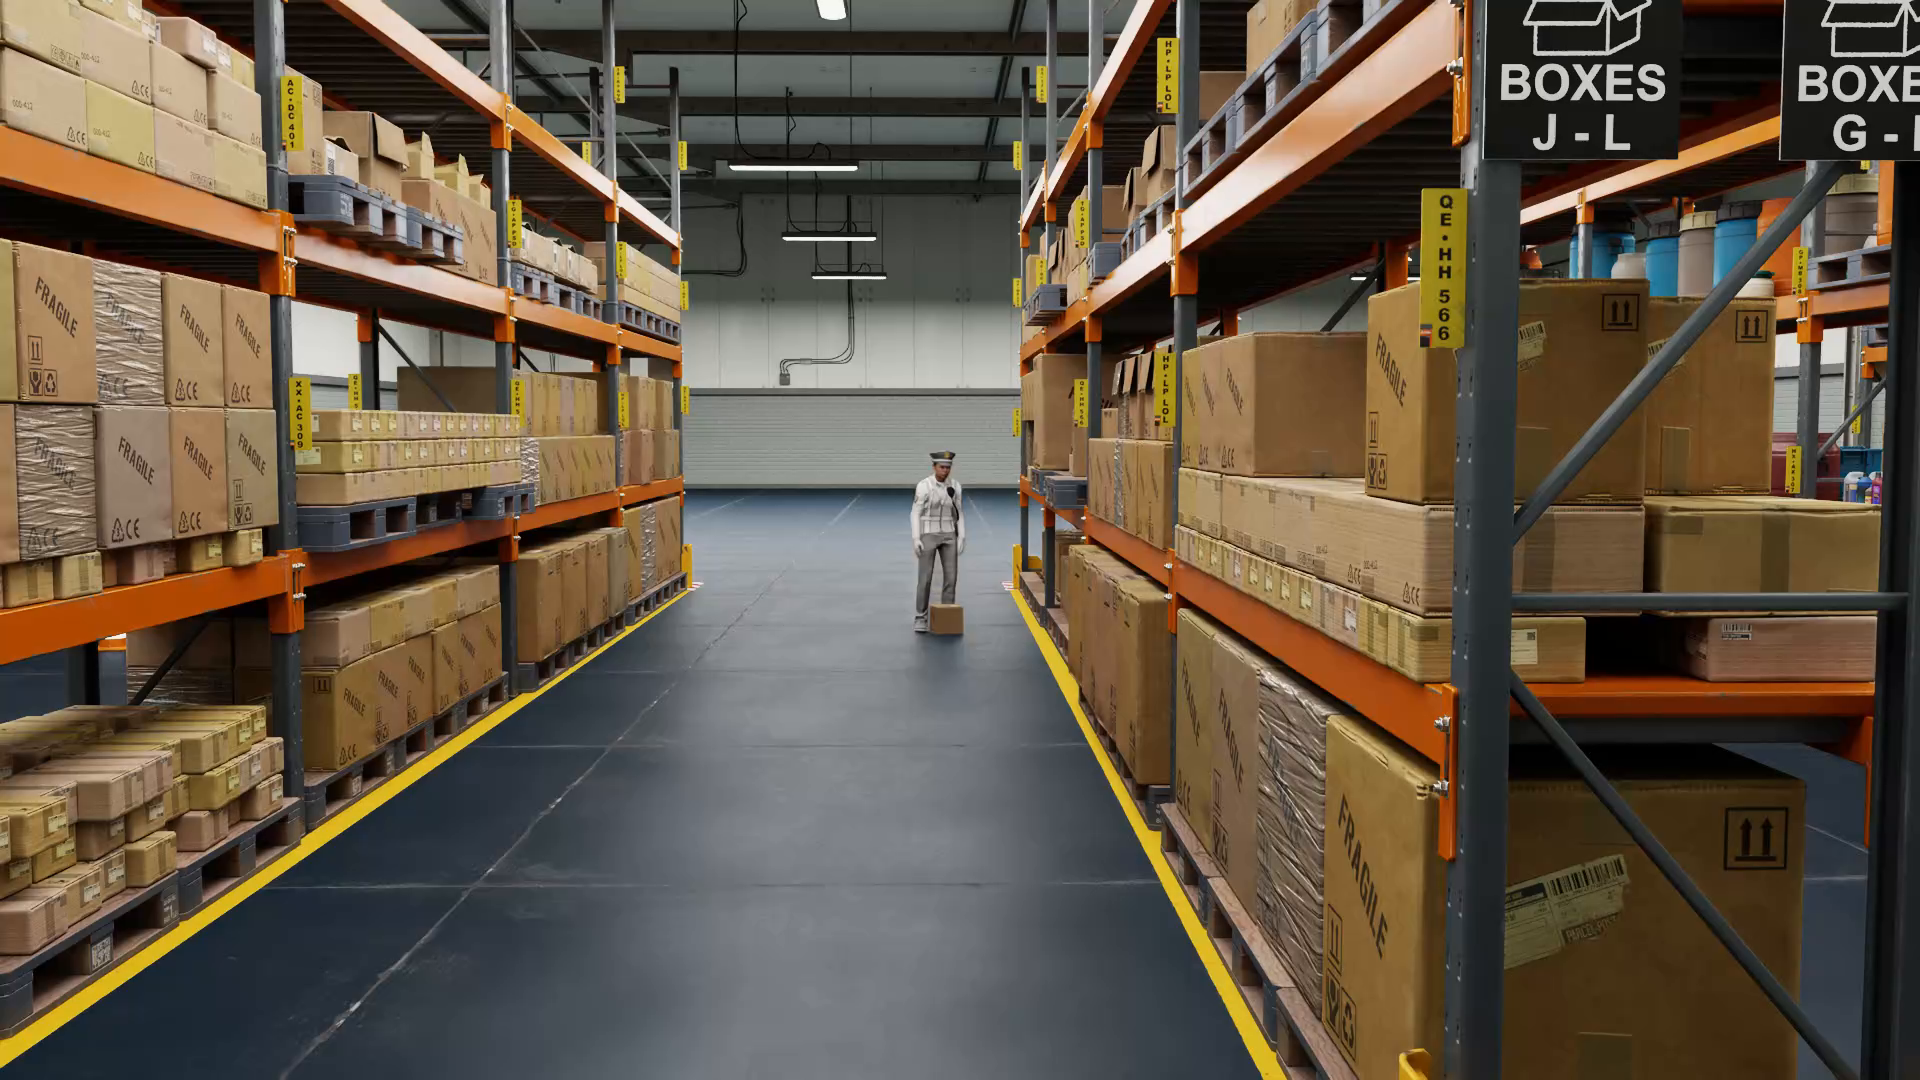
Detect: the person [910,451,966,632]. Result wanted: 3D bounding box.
[{"bbox_3d":[-0.195,0.006,15.379,0.523,1.662,0.372,-1,4,-17],"label":"person"}]
